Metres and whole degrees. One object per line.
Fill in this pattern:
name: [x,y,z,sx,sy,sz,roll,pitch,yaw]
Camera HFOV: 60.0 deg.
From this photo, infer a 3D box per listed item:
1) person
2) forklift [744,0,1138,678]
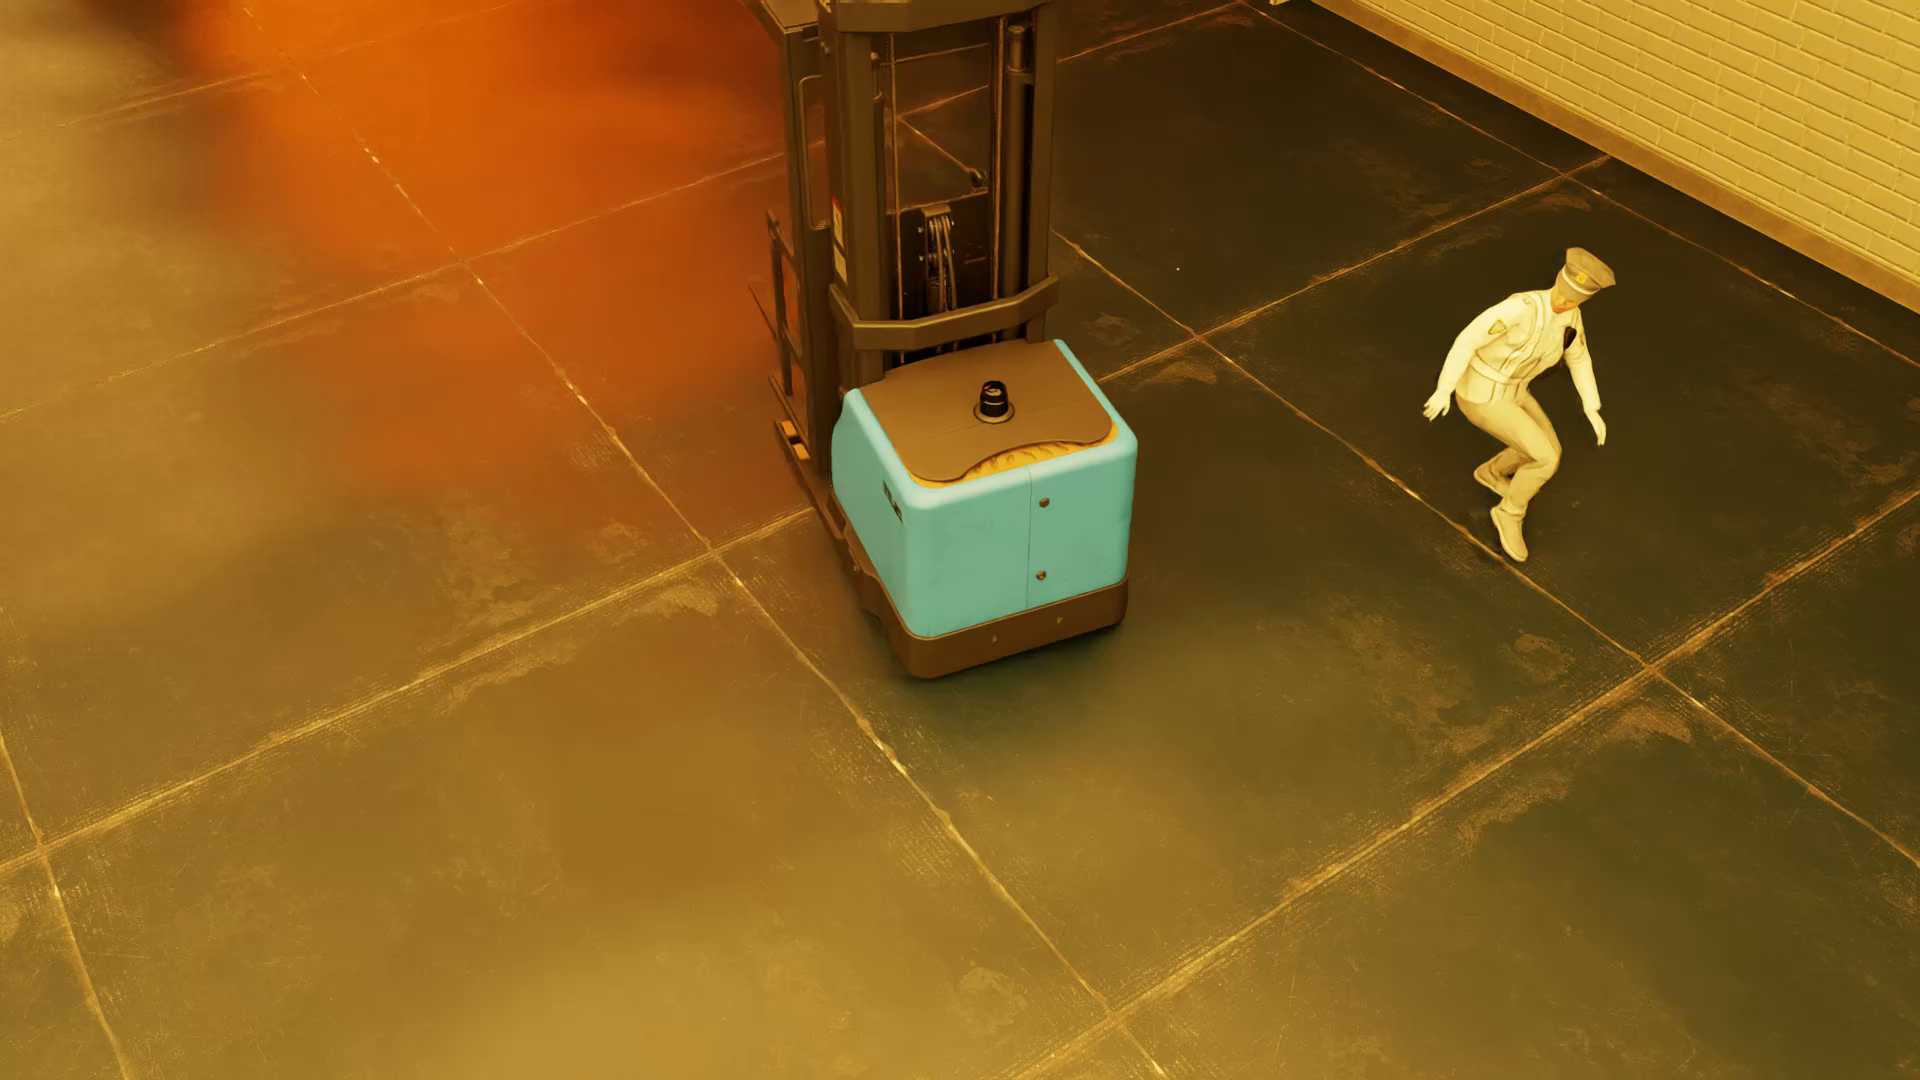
person: [2.558,-0.622,7.503,0.714,1.468,0.659,-32,51,-30]
forklift: [-0.282,-1.493,7.336,1.130,2.935,3.031,-15,45,-16]
